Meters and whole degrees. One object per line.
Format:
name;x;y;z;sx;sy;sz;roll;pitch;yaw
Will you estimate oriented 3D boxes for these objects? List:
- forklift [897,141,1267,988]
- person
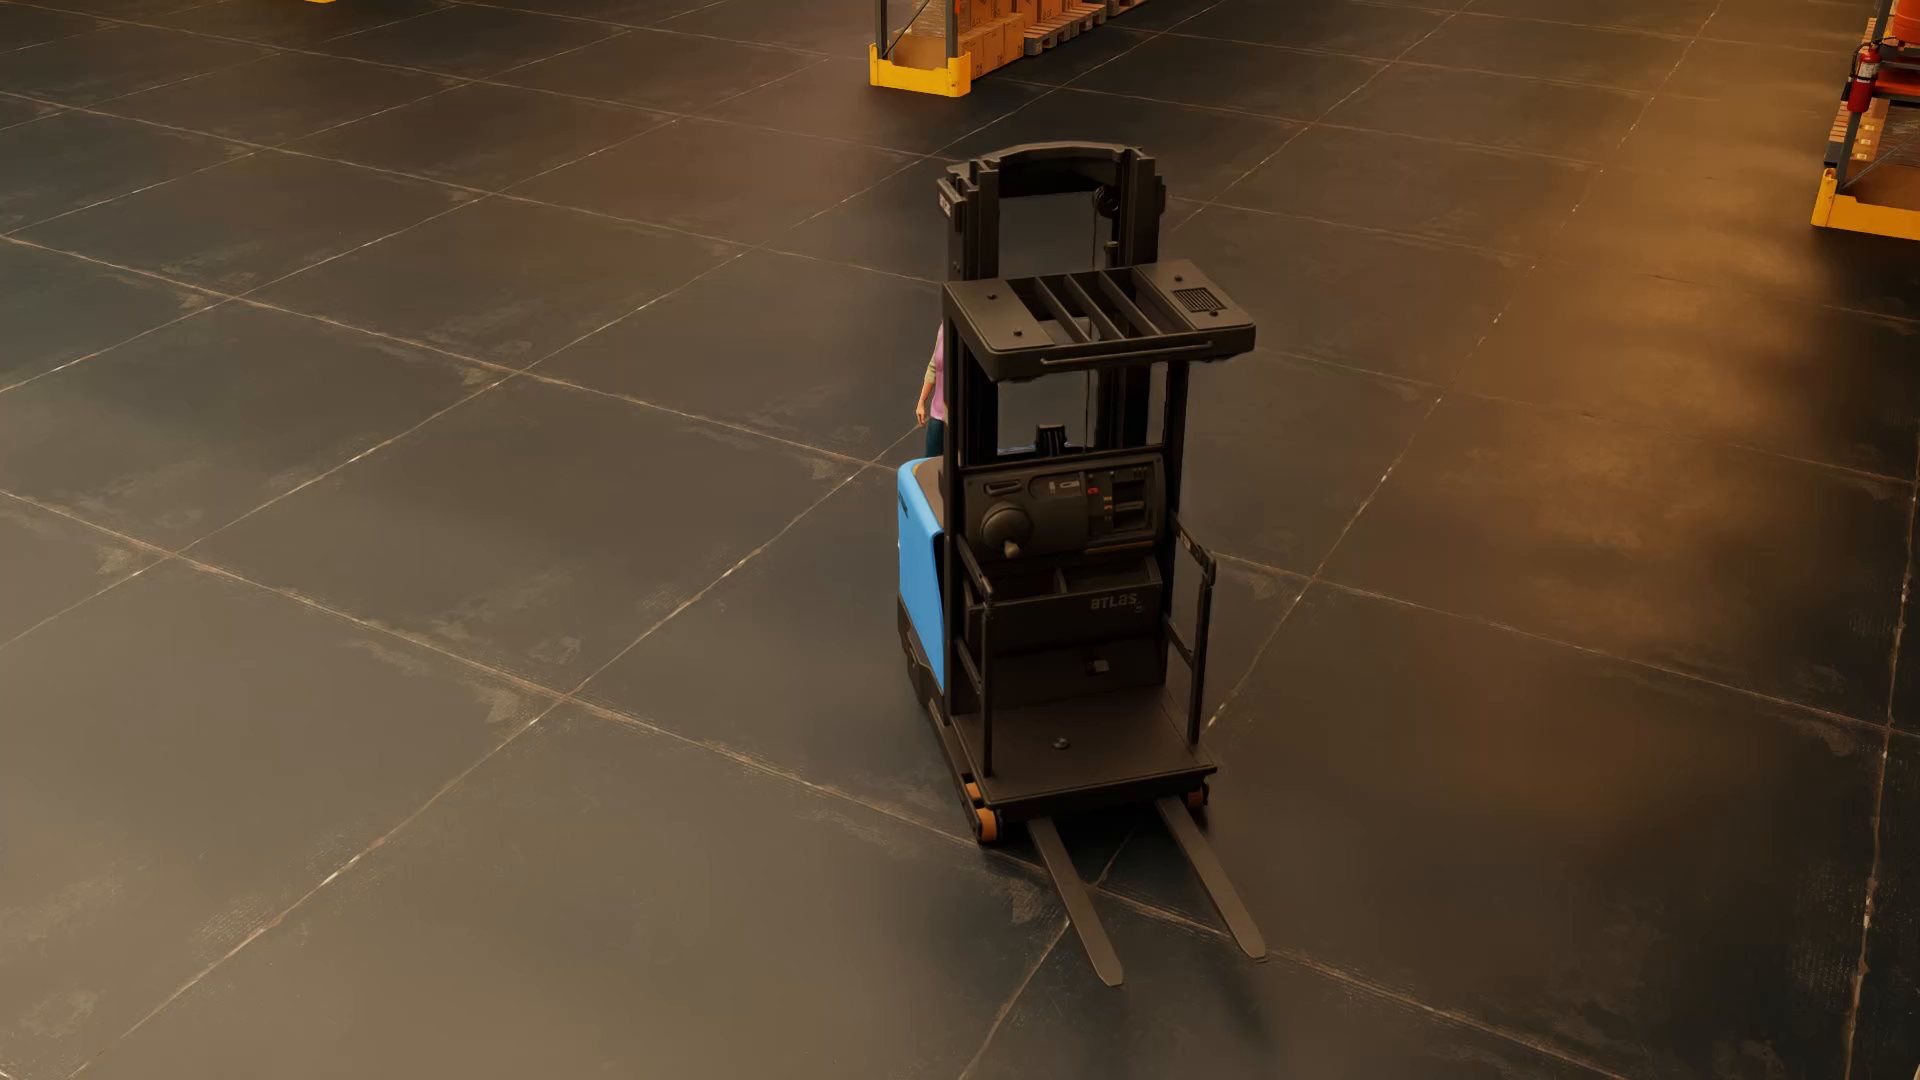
forklift;0.528;-0.098;7.240;1.130;2.935;3.031;-7;31;-13
person;-0.048;-0.668;9.549;0.520;1.600;0.472;15;33;25
